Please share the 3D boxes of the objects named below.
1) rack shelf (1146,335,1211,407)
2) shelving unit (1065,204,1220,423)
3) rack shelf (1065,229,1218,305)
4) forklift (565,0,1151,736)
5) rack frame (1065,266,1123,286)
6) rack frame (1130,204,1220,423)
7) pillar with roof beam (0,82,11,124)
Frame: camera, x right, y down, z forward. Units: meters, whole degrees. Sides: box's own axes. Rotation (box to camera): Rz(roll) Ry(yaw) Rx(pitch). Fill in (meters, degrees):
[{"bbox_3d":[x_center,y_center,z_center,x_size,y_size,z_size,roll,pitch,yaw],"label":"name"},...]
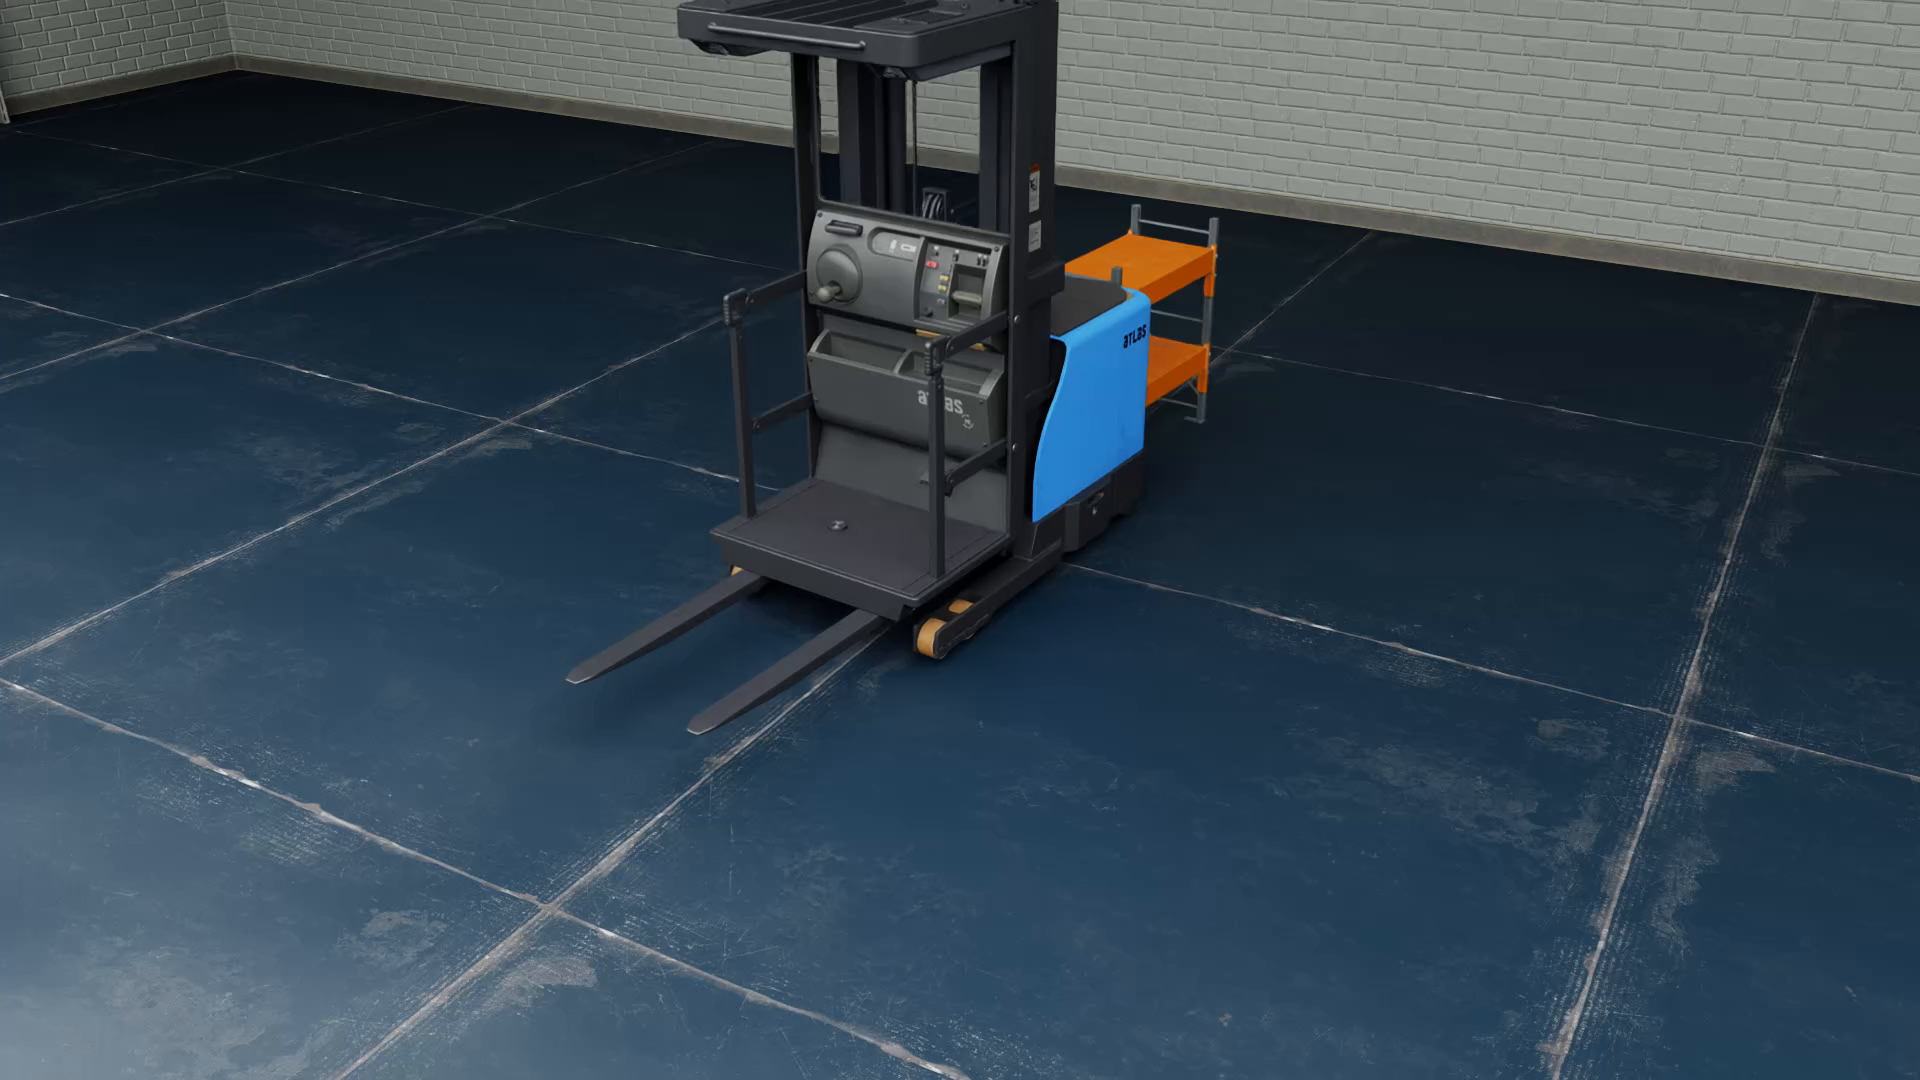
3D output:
[{"bbox_3d":[0.833,-0.799,8.636,0.538,0.278,1.000,17,31,30],"label":"rack shelf"},{"bbox_3d":[0.833,-1.018,8.527,0.538,1.125,1.048,17,31,30],"label":"shelving unit"},{"bbox_3d":[0.833,-1.280,8.396,0.538,0.278,1.000,17,31,30],"label":"rack shelf"},{"bbox_3d":[-0.351,-1.067,6.608,1.130,2.935,3.031,17,31,30],"label":"forklift"},{"bbox_3d":[0.547,-0.830,8.151,0.500,1.125,0.032,17,31,30],"label":"rack frame"},{"bbox_3d":[1.118,-1.206,8.903,0.500,1.125,0.032,17,31,30],"label":"rack frame"},{"bbox_3d":[-5.357,-6.937,11.556,9.100,9.000,0.400,14,30,26],"label":"pillar with roof beam"}]
